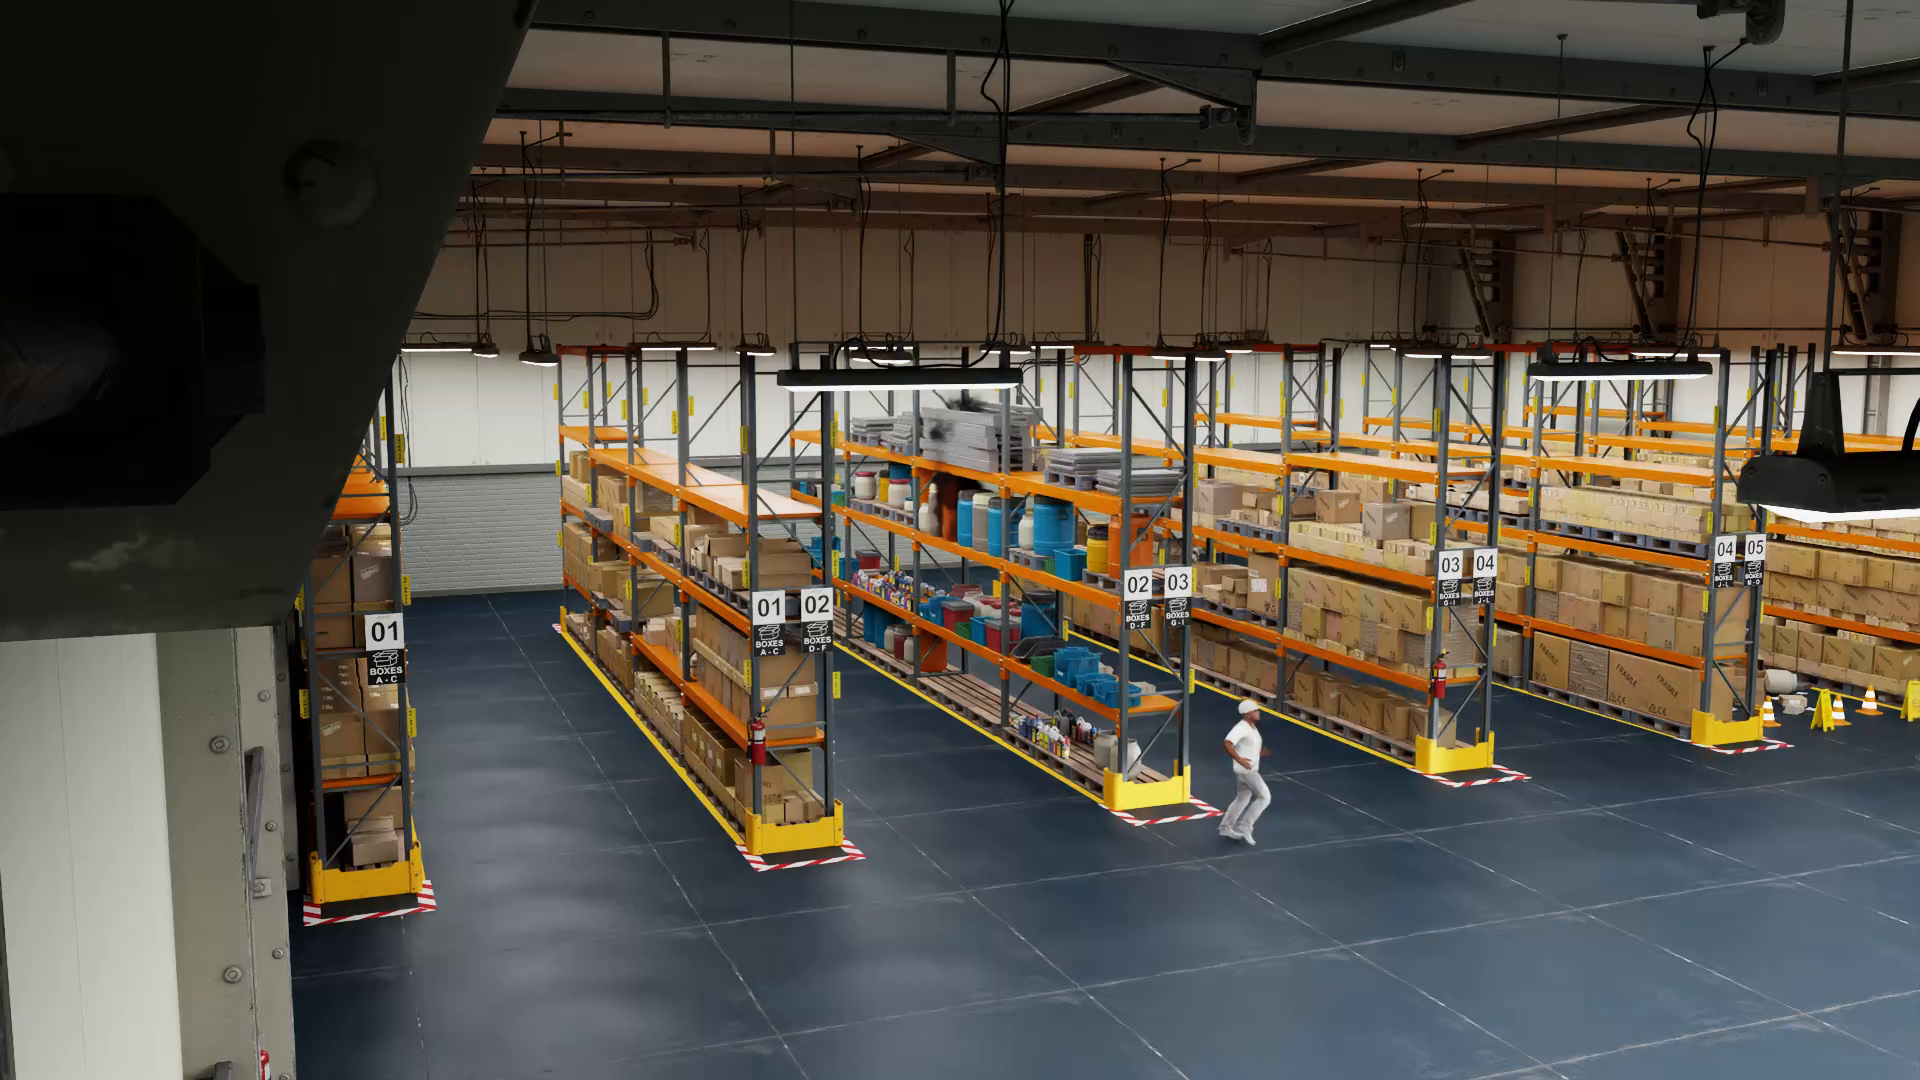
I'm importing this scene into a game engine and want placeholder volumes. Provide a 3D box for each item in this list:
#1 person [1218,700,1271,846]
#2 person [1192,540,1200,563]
[{"bbox_3d":[3.538,2.862,20.590,0.636,1.788,0.728,2,7,13],"label":"person"},{"bbox_3d":[5.199,0.731,37.892,0.625,1.638,0.621,-2,8,-17],"label":"person"}]
